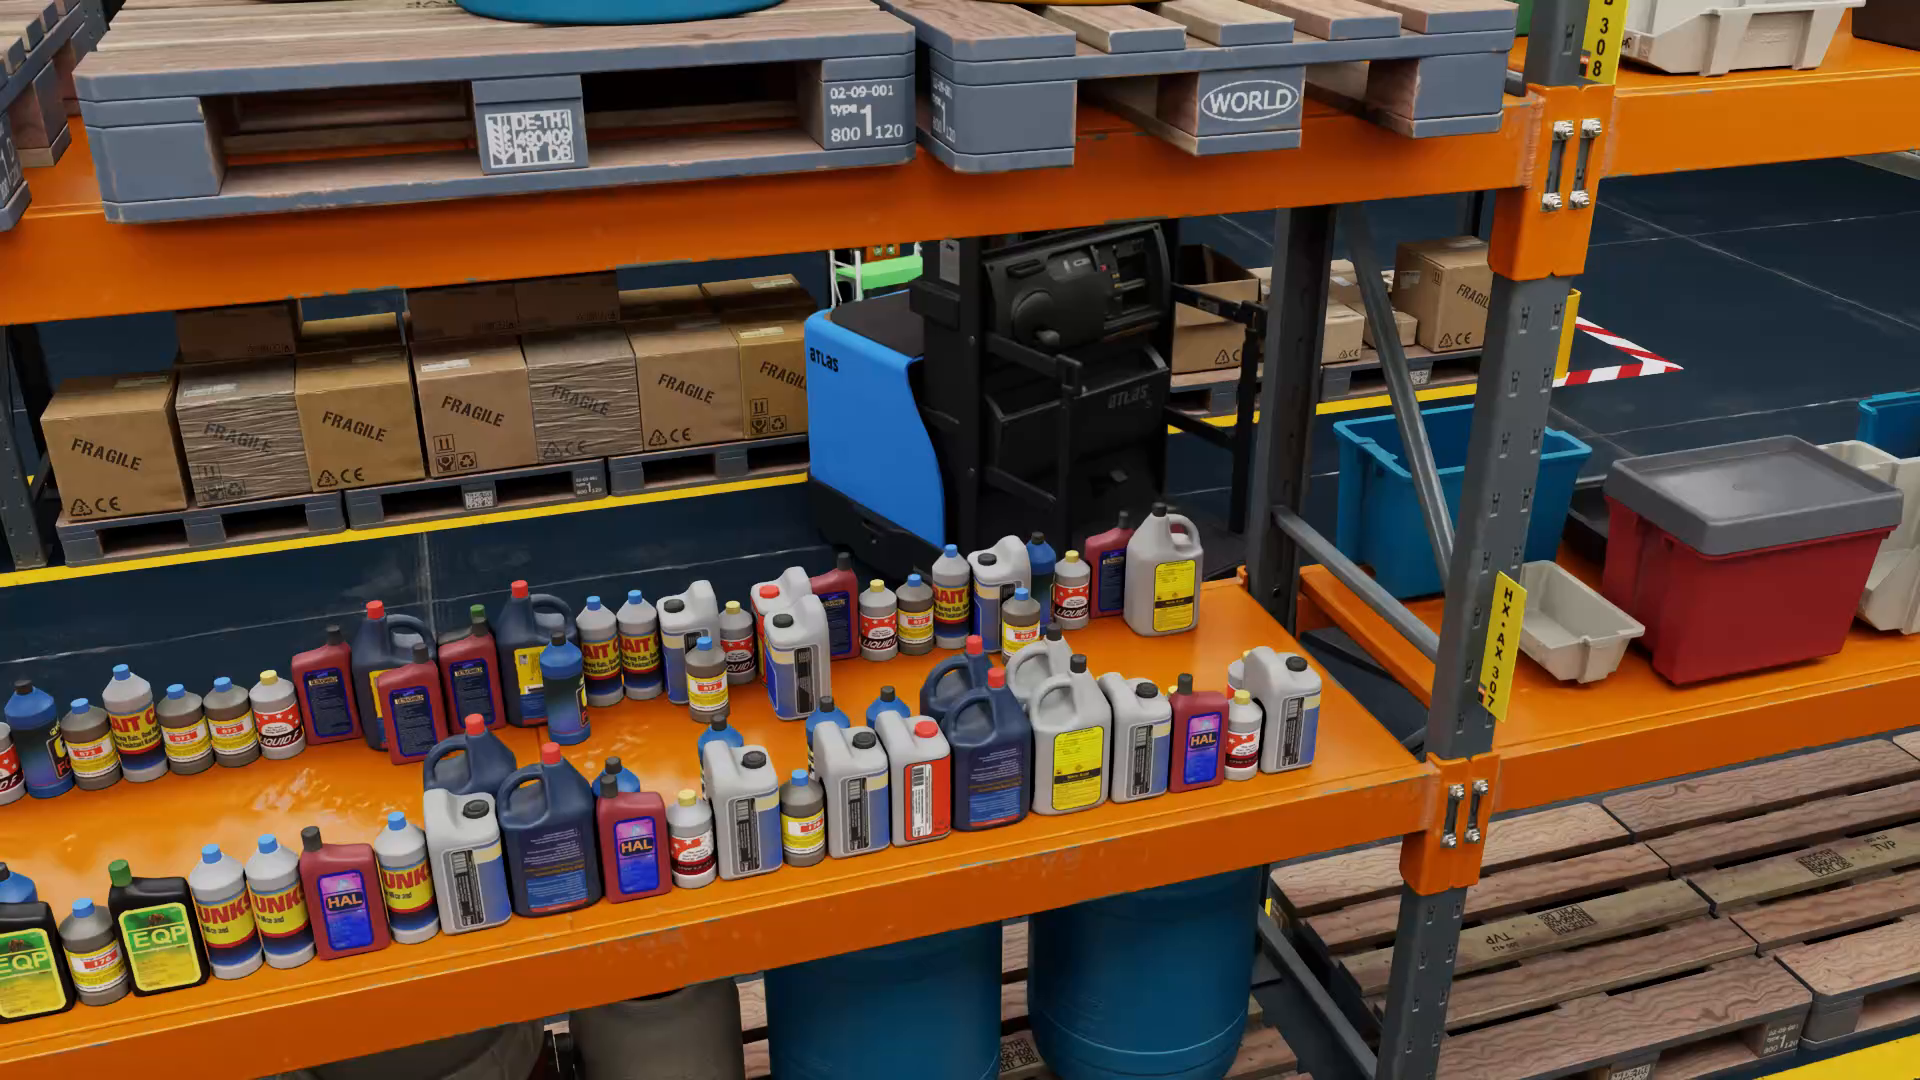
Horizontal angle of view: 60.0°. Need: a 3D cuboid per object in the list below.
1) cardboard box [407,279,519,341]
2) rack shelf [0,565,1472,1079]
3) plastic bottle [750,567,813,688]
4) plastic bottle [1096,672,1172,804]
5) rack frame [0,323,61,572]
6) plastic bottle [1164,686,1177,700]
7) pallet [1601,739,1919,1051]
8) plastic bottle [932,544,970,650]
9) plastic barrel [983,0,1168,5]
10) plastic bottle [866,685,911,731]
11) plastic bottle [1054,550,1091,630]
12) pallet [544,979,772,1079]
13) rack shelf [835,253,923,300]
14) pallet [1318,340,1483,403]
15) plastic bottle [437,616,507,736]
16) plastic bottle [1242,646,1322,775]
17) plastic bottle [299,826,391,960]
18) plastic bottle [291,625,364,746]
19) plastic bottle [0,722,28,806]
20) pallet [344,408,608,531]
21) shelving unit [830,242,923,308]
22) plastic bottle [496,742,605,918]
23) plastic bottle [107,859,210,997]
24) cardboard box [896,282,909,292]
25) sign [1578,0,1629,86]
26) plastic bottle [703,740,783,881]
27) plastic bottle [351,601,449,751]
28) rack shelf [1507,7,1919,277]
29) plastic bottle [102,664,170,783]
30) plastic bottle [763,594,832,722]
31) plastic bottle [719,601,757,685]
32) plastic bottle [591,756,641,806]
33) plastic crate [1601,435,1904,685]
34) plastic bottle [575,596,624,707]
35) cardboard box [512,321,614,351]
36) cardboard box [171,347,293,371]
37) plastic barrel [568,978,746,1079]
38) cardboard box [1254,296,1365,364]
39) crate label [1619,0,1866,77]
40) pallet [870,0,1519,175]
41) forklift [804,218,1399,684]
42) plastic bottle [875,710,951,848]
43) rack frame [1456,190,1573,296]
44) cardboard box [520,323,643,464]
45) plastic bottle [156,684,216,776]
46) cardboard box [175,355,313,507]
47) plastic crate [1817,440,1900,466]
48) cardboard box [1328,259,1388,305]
[{"bbox_3d":[-2.491,-1.214,8.295,0.500,0.250,0.500,-9,28,-17],"label":"cardboard box"},{"bbox_3d":[-0.899,0.721,3.733,4.000,0.370,1.077,-8,28,-16],"label":"rack shelf"},{"bbox_3d":[-0.436,0.209,4.095,0.135,0.276,0.152,-8,28,-16],"label":"plastic bottle"},{"bbox_3d":[0.381,0.420,3.669,0.135,0.276,0.152,-8,28,-16],"label":"plastic bottle"},{"bbox_3d":[-4.331,-1.420,7.238,0.127,3.000,1.000,-8,28,-16],"label":"rack frame"},{"bbox_3d":[0.480,0.424,3.747,0.097,0.201,0.097,0,26,0],"label":"plastic bottle"},{"bbox_3d":[2.852,1.085,5.327,1.213,0.211,1.003,-8,28,-16],"label":"pallet"},{"bbox_3d":[-0.022,0.139,4.242,0.097,0.271,0.097,0,26,0],"label":"plastic bottle"},{"bbox_3d":[0.198,-1.281,2.900,0.600,0.588,0.600,0,26,0],"label":"plastic barrel"},{"bbox_3d":[-0.155,0.442,3.632,0.097,0.271,0.097,0,26,0],"label":"plastic bottle"},{"bbox_3d":[0.291,0.125,4.349,0.097,0.201,0.097,0,26,0],"label":"plastic bottle"},{"bbox_3d":[-0.906,1.631,4.228,1.213,0.211,1.003,-8,28,-16],"label":"pallet"},{"bbox_3d":[-0.339,-1.247,7.936,0.480,0.148,0.258,-16,26,-34],"label":"rack shelf"},{"bbox_3d":[2.446,-1.152,9.834,1.213,0.211,1.003,-8,28,-16],"label":"pallet"},{"bbox_3d":[-1.140,0.315,3.873,0.133,0.283,0.061,-8,28,-16],"label":"plastic bottle"},{"bbox_3d":[0.728,0.370,3.771,0.135,0.276,0.152,-8,28,-16],"label":"plastic bottle"},{"bbox_3d":[-1.176,0.664,3.171,0.133,0.283,0.061,-8,28,-16],"label":"plastic bottle"},{"bbox_3d":[-1.462,0.333,3.837,0.133,0.283,0.061,-8,28,-16],"label":"plastic bottle"},{"bbox_3d":[-2.121,0.474,3.646,0.097,0.201,0.097,0,26,0],"label":"plastic bottle"},{"bbox_3d":[-2.452,-0.425,8.368,1.213,0.211,1.003,-8,28,-16],"label":"pallet"},{"bbox_3d":[-0.332,-0.860,8.088,0.503,1.200,0.258,-16,26,-34],"label":"shelving unit"},{"bbox_3d":[-0.818,0.562,3.300,0.185,0.351,0.144,-8,28,-16],"label":"plastic bottle"},{"bbox_3d":[-1.488,0.709,3.080,0.133,0.283,0.061,-8,28,-16],"label":"plastic bottle"},{"bbox_3d":[-0.074,-1.247,9.205,0.500,0.500,0.500,-8,28,-16],"label":"cardboard box"},{"bbox_3d":[1.171,-0.991,2.990,0.005,0.325,0.100,-8,28,-16],"label":"sign"},{"bbox_3d":[-0.447,0.540,3.428,0.135,0.276,0.152,-8,28,-16],"label":"plastic bottle"},{"bbox_3d":[-1.297,0.299,3.831,0.185,0.351,0.144,-8,28,-16],"label":"plastic bottle"},{"bbox_3d":[2.904,-1.173,4.176,4.000,0.370,1.077,-8,28,-16],"label":"rack shelf"},{"bbox_3d":[-1.843,0.402,3.711,0.097,0.271,0.097,0,26,0],"label":"plastic bottle"},{"bbox_3d":[-0.389,0.274,3.965,0.135,0.276,0.152,-8,28,-16],"label":"plastic bottle"},{"bbox_3d":[-0.555,0.247,4.102,0.097,0.201,0.097,0,26,0],"label":"plastic bottle"},{"bbox_3d":[-0.695,0.563,3.388,0.097,0.271,0.097,0,26,0],"label":"plastic bottle"},{"bbox_3d":[1.929,0.051,4.134,0.583,0.464,0.402,-8,28,-16],"label":"plastic crate"},{"bbox_3d":[-0.868,0.261,3.996,0.097,0.271,0.097,0,26,0],"label":"plastic bottle"},{"bbox_3d":[-2.044,-0.941,8.589,0.500,0.500,0.500,-8,27,-15],"label":"cardboard box"},{"bbox_3d":[-3.515,-0.726,8.155,0.500,0.500,0.500,-7,27,-14],"label":"cardboard box"},{"bbox_3d":[-0.758,1.255,4.174,0.421,0.512,0.421,0,26,0],"label":"plastic barrel"},{"bbox_3d":[1.922,-1.190,9.372,0.500,0.250,0.500,-8,28,-16],"label":"cardboard box"},{"bbox_3d":[1.557,-1.047,3.409,0.466,0.136,0.293,-8,28,-16],"label":"crate label"},{"bbox_3d":[0.287,-0.986,3.202,1.003,0.211,1.213,-8,28,-16],"label":"pallet"},{"bbox_3d":[0.612,-0.978,6.423,1.130,2.935,3.031,-20,33,-34],"label":"forklift"},{"bbox_3d":[-0.099,0.490,3.530,0.135,0.276,0.152,-8,28,-16],"label":"plastic bottle"},{"bbox_3d":[3.276,-2.522,9.457,0.127,3.000,1.000,-8,28,-16],"label":"rack frame"},{"bbox_3d":[-1.858,-0.726,8.156,0.500,0.500,0.500,-8,27,-15],"label":"cardboard box"},{"bbox_3d":[-1.751,0.420,3.754,0.097,0.201,0.097,0,26,0],"label":"plastic bottle"},{"bbox_3d":[-3.314,-0.514,7.729,0.500,0.500,0.500,-9,28,-18],"label":"cardboard box"},{"bbox_3d":[2.565,-0.152,4.912,0.466,0.136,0.293,-8,28,-16],"label":"plastic crate"},{"bbox_3d":[2.195,-1.464,9.923,0.500,0.250,0.500,-8,28,-16],"label":"cardboard box"}]
